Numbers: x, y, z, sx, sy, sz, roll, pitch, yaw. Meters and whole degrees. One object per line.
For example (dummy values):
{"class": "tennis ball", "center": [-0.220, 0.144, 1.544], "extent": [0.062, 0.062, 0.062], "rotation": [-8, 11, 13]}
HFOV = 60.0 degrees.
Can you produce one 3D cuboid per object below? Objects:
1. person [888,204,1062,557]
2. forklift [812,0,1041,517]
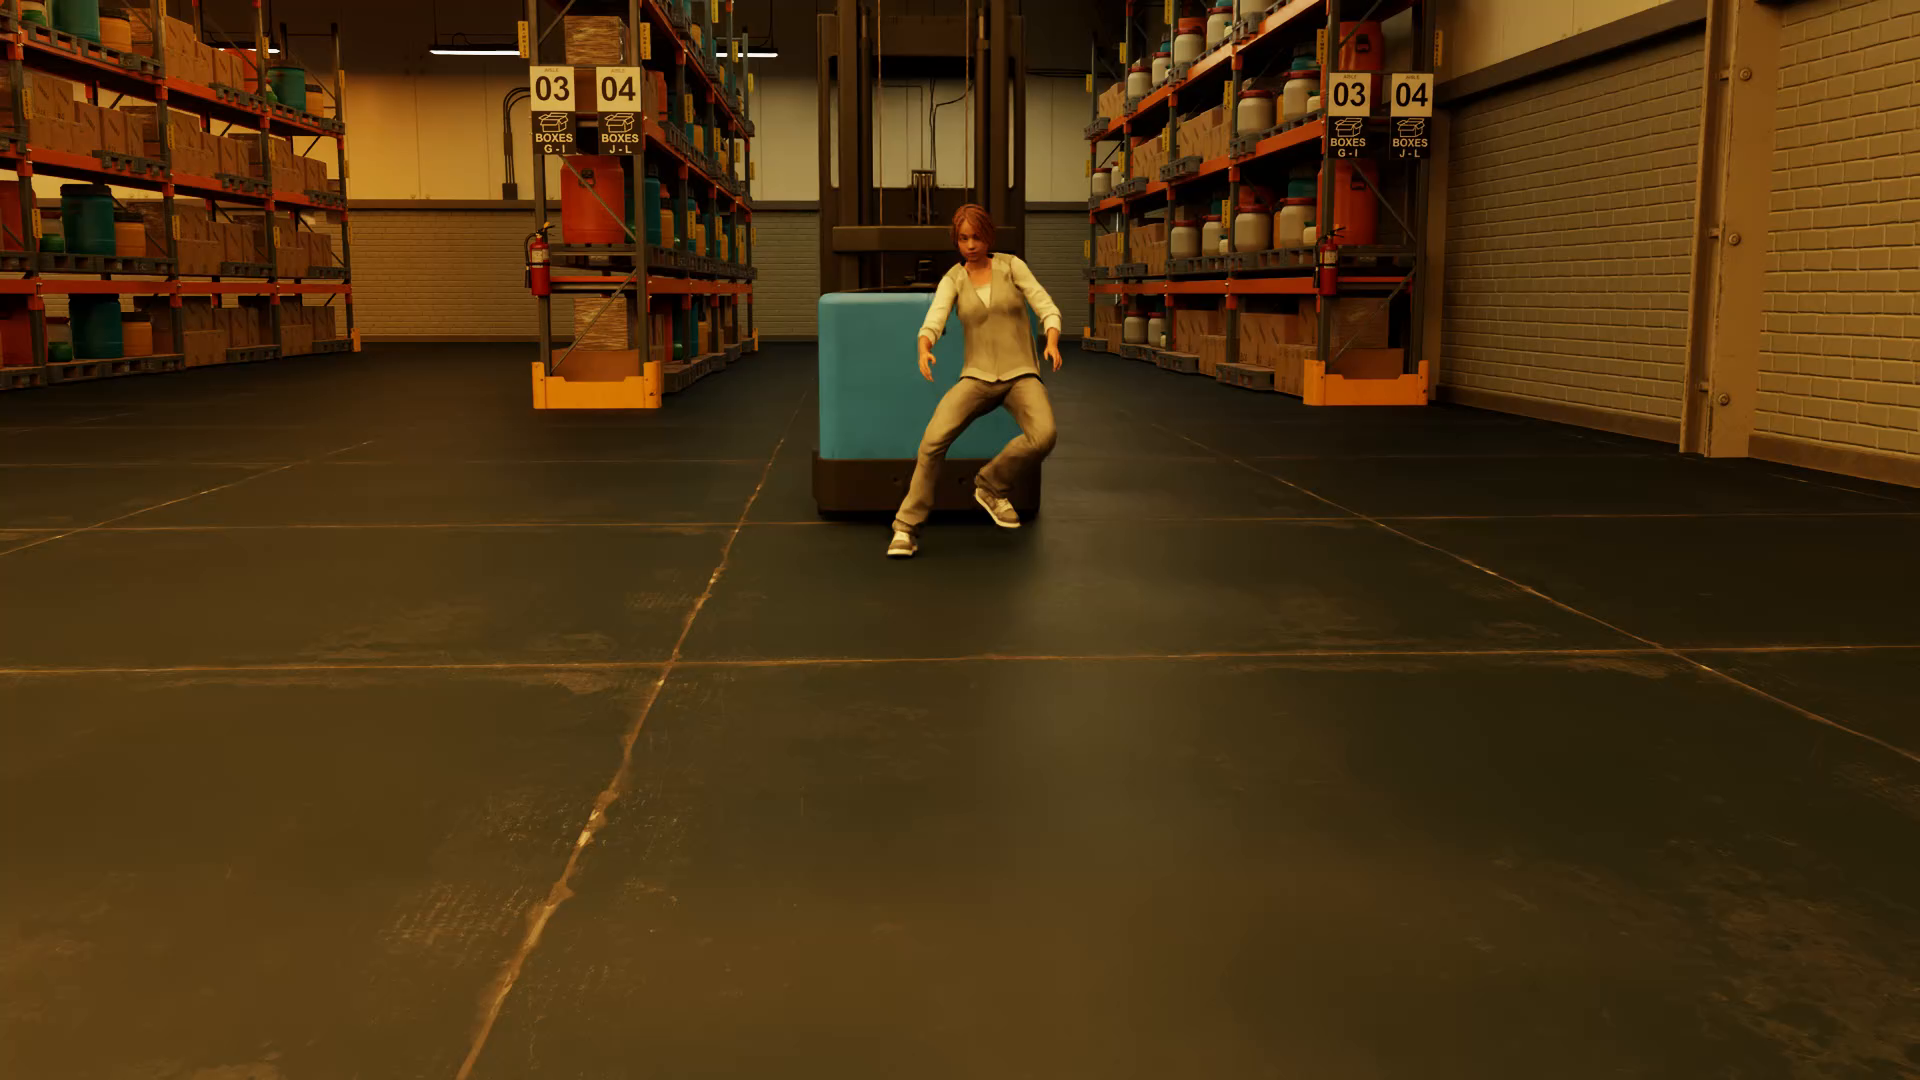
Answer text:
{"class": "person", "center": [0.071, -0.661, 6.852], "extent": [0.701, 1.427, 0.639], "rotation": [1, 8, 5]}
{"class": "forklift", "center": [-0.211, -1.738, 9.036], "extent": [1.130, 2.935, 3.031], "rotation": [0, 8, -3]}
